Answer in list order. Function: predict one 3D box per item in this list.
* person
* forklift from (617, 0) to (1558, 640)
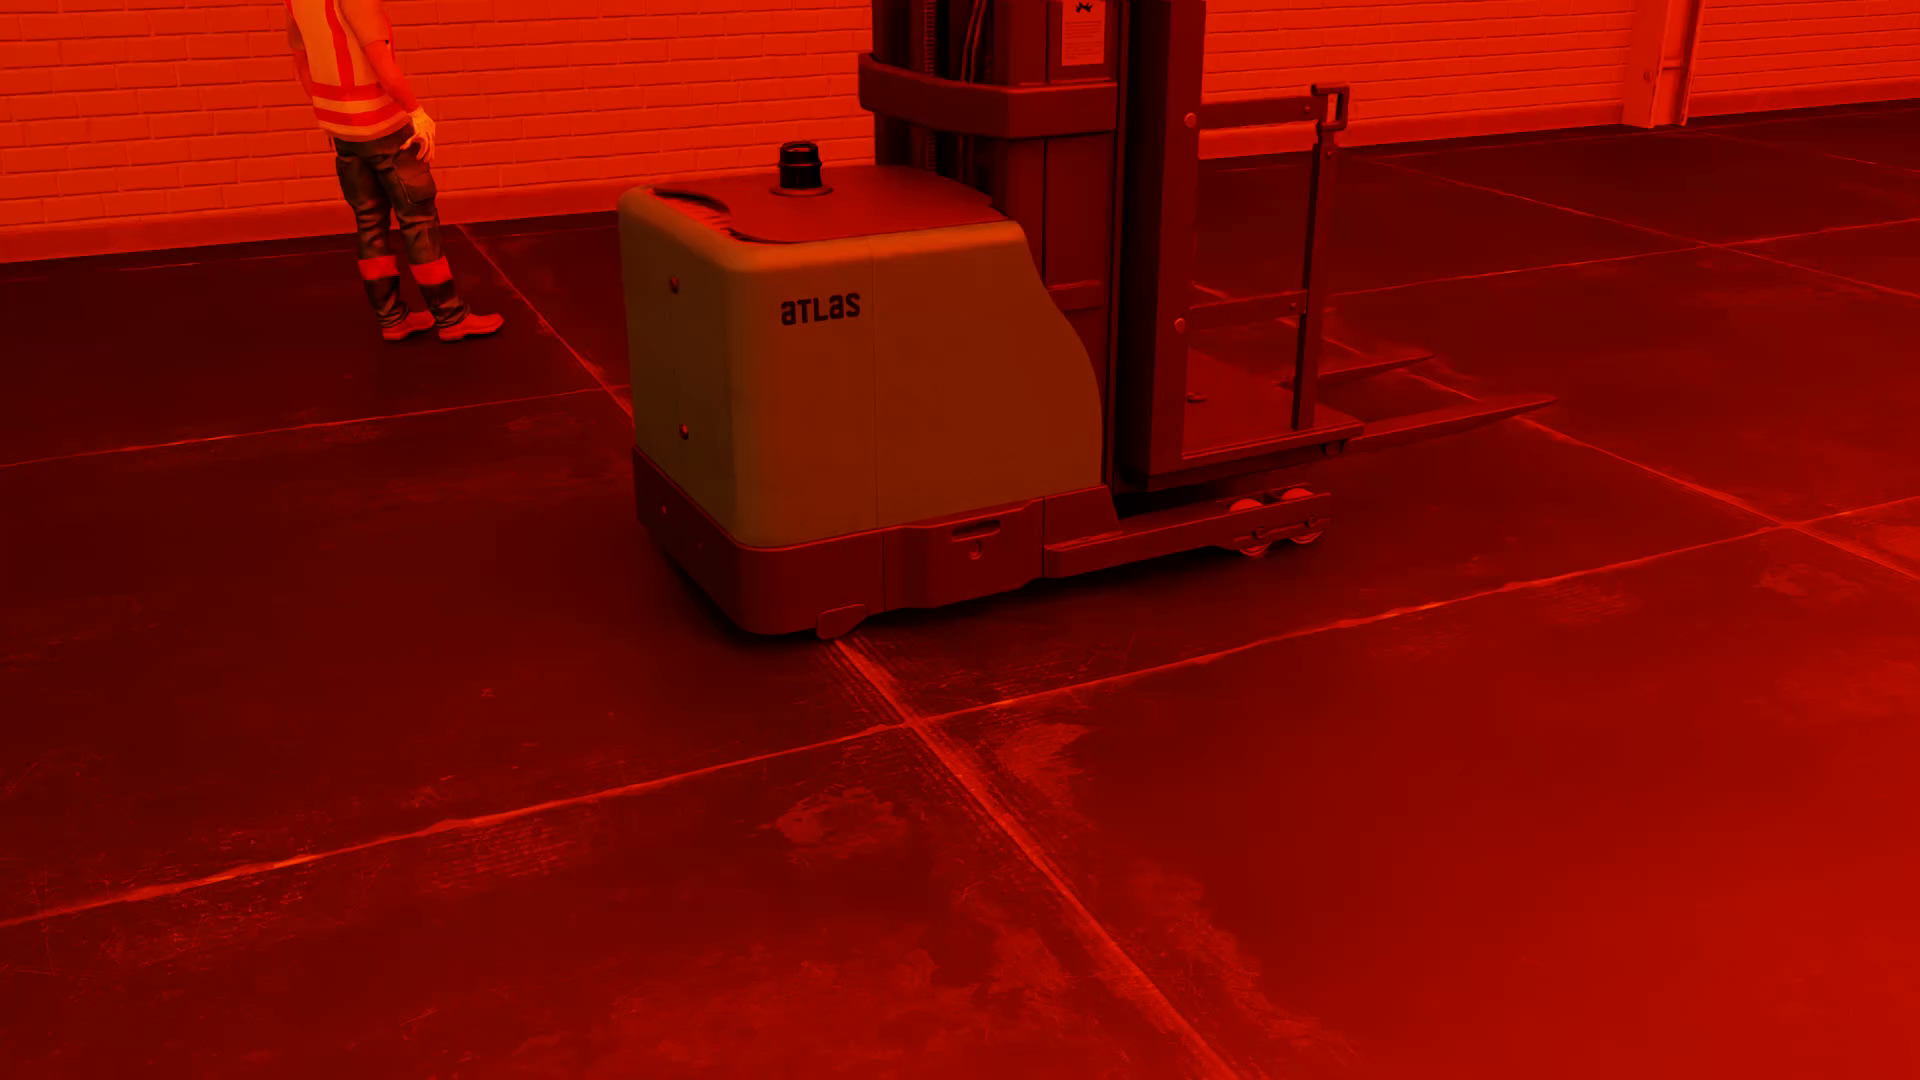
[{"bbox_3d":[-2.386,-1.726,6.912,0.639,1.787,0.565,14,26,30],"label":"person"},{"bbox_3d":[0.556,-1.474,4.835,3.031,2.935,1.130,-11,25,-26],"label":"forklift"}]
